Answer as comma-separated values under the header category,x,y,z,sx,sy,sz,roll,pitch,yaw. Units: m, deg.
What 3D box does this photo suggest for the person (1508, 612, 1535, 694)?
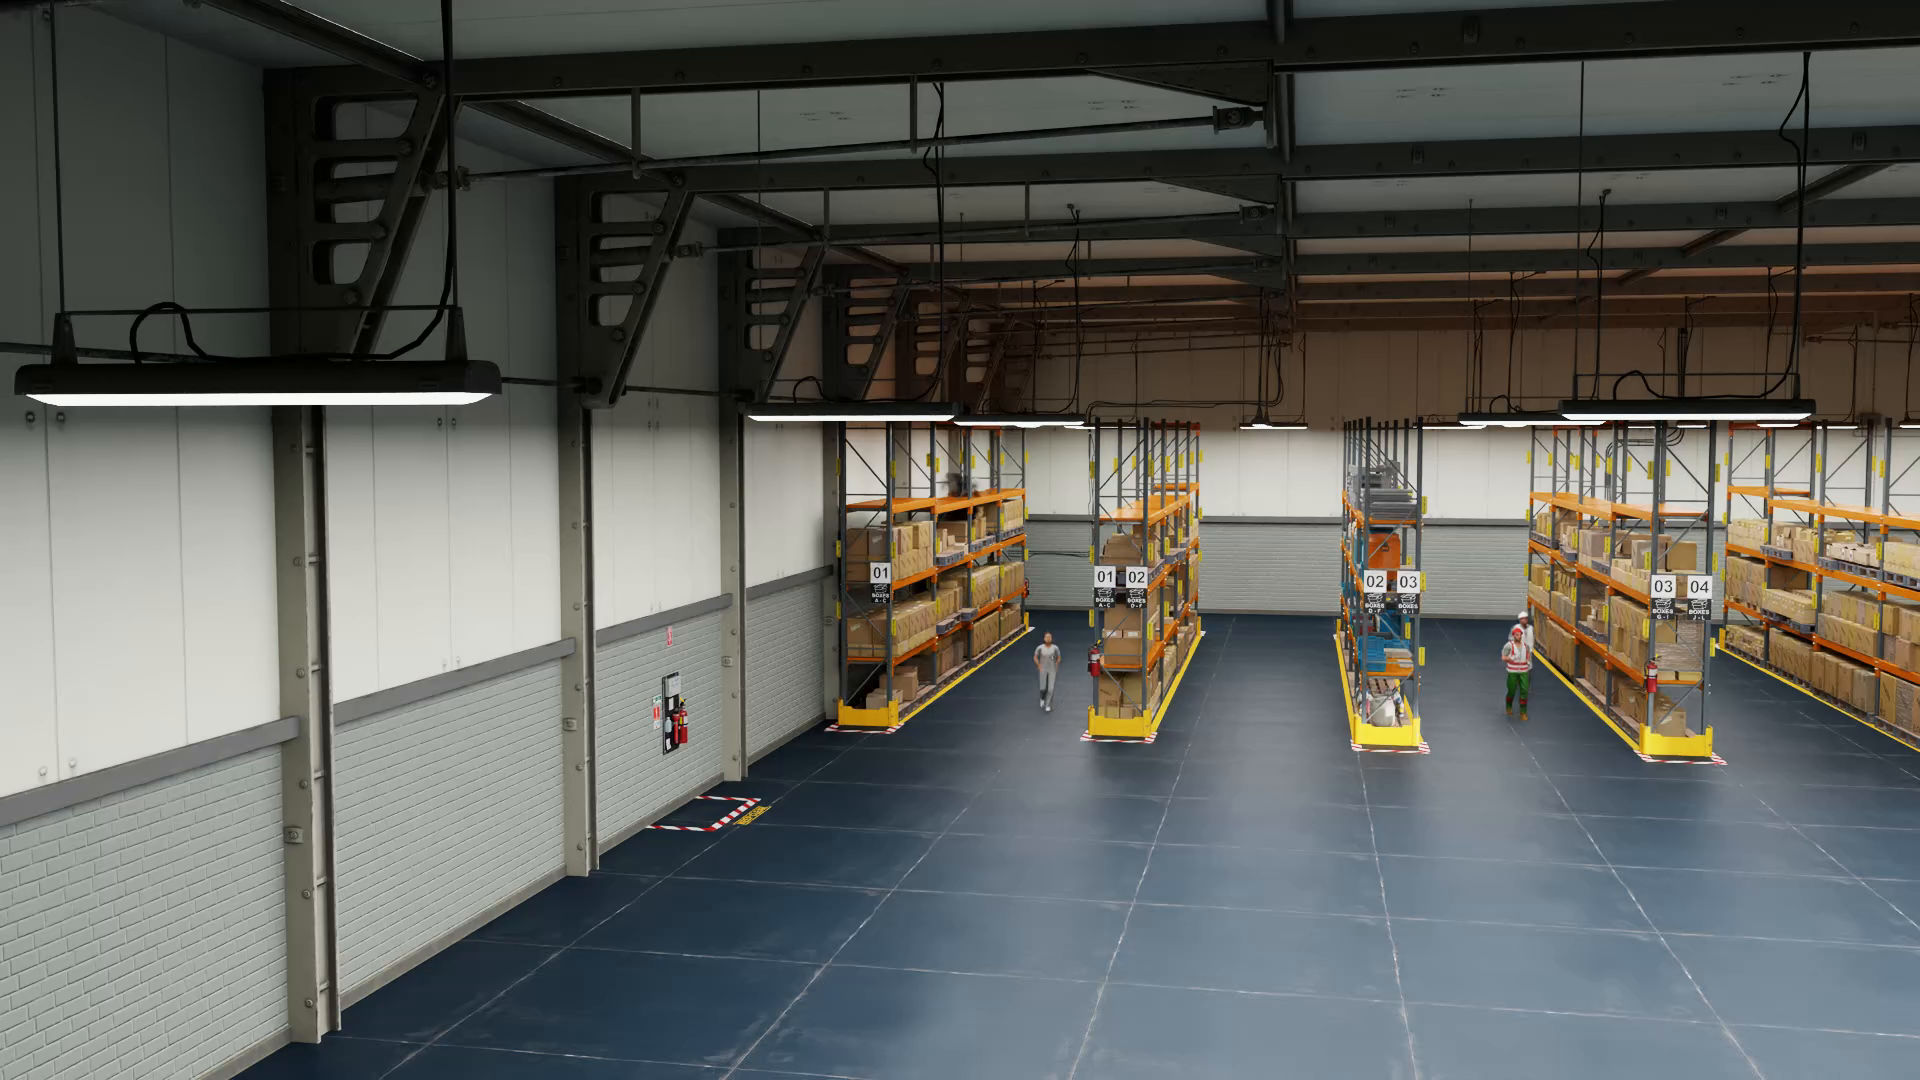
category,x,y,z,sx,sy,sz,roll,pitch,yaw
person,12.364,2.484,36.564,0.624,1.823,0.742,1,4,8

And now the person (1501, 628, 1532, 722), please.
category,x,y,z,sx,sy,sz,roll,pitch,yaw
person,11.089,2.640,33.111,0.636,1.789,0.843,0,4,2

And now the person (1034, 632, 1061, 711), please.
category,x,y,z,sx,sy,sz,roll,pitch,yaw
person,1.802,2.701,34.069,0.560,1.613,0.578,0,4,0
